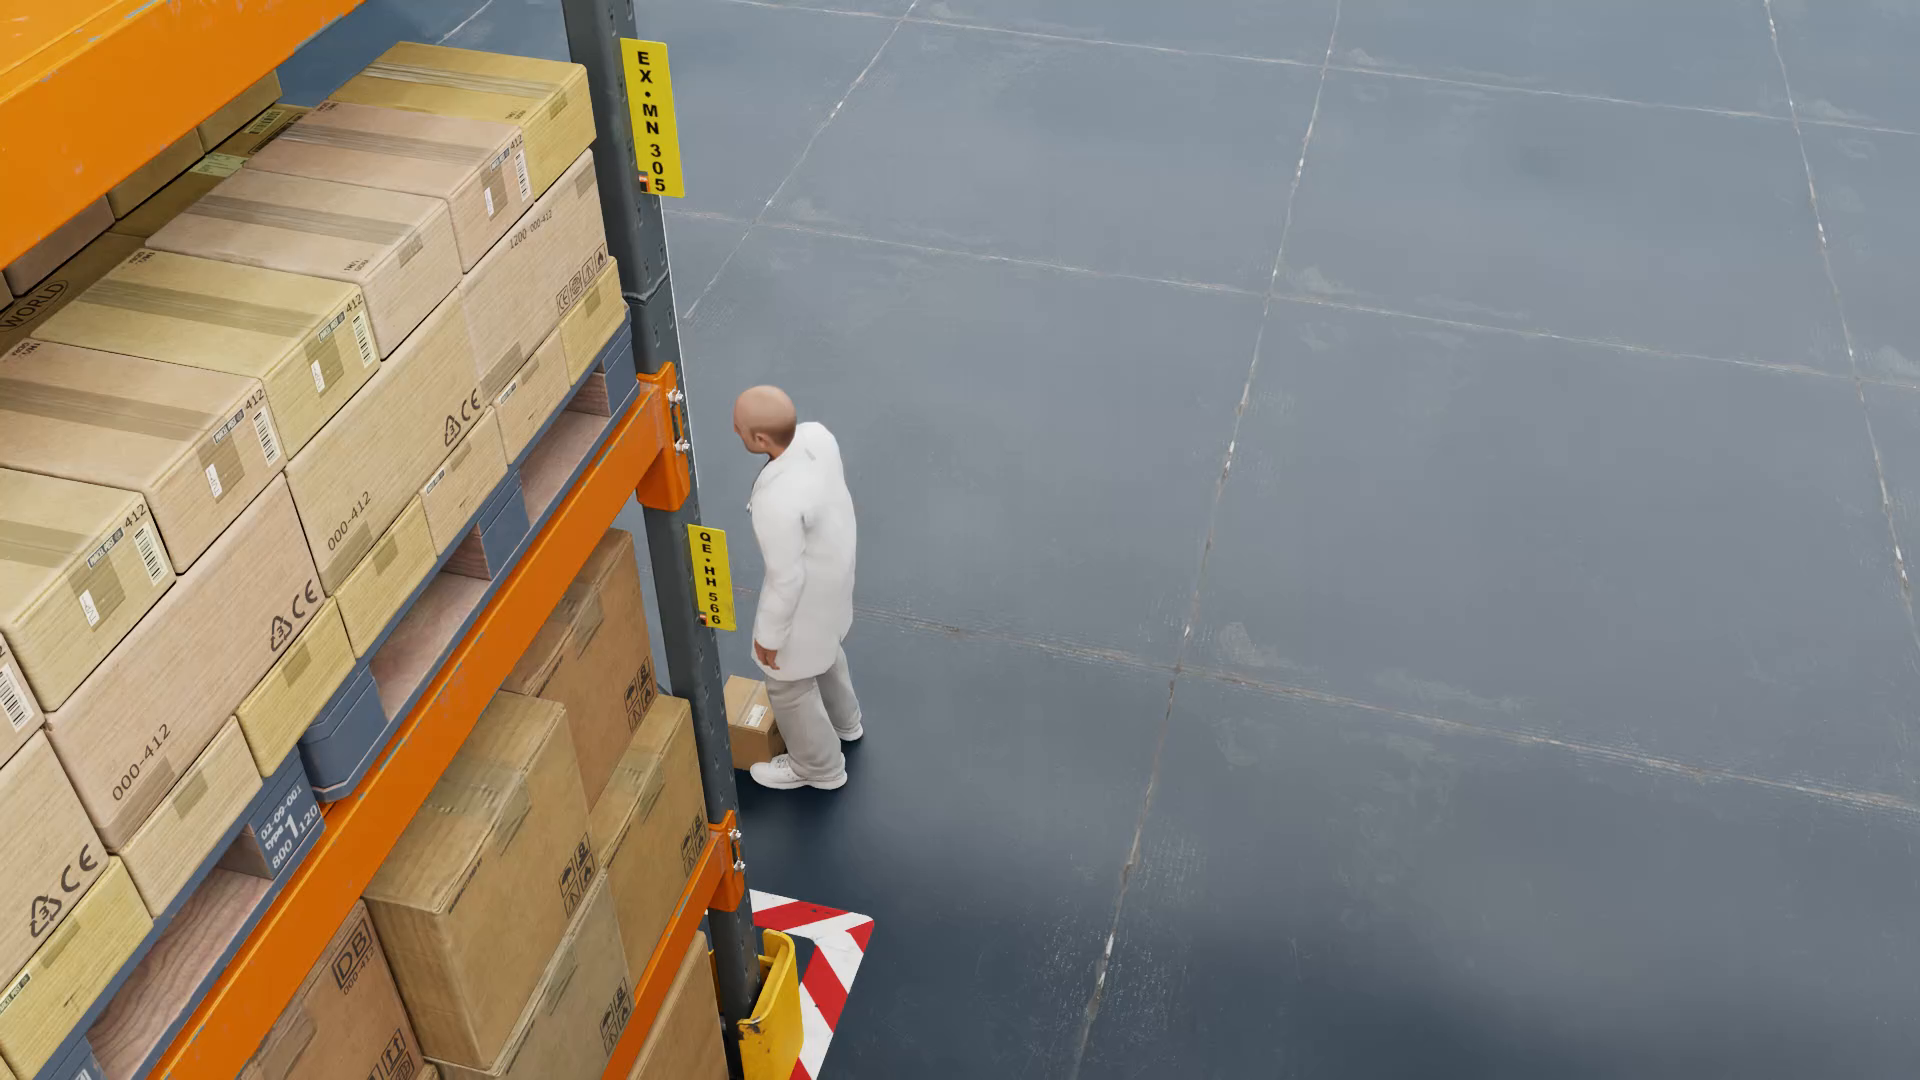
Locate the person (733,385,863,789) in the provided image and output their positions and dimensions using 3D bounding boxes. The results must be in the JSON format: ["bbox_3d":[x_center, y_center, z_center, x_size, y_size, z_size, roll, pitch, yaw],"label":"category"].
[{"bbox_3d":[-0.575,0.184,5.953,0.415,1.774,0.654,9,41,10],"label":"person"}]
